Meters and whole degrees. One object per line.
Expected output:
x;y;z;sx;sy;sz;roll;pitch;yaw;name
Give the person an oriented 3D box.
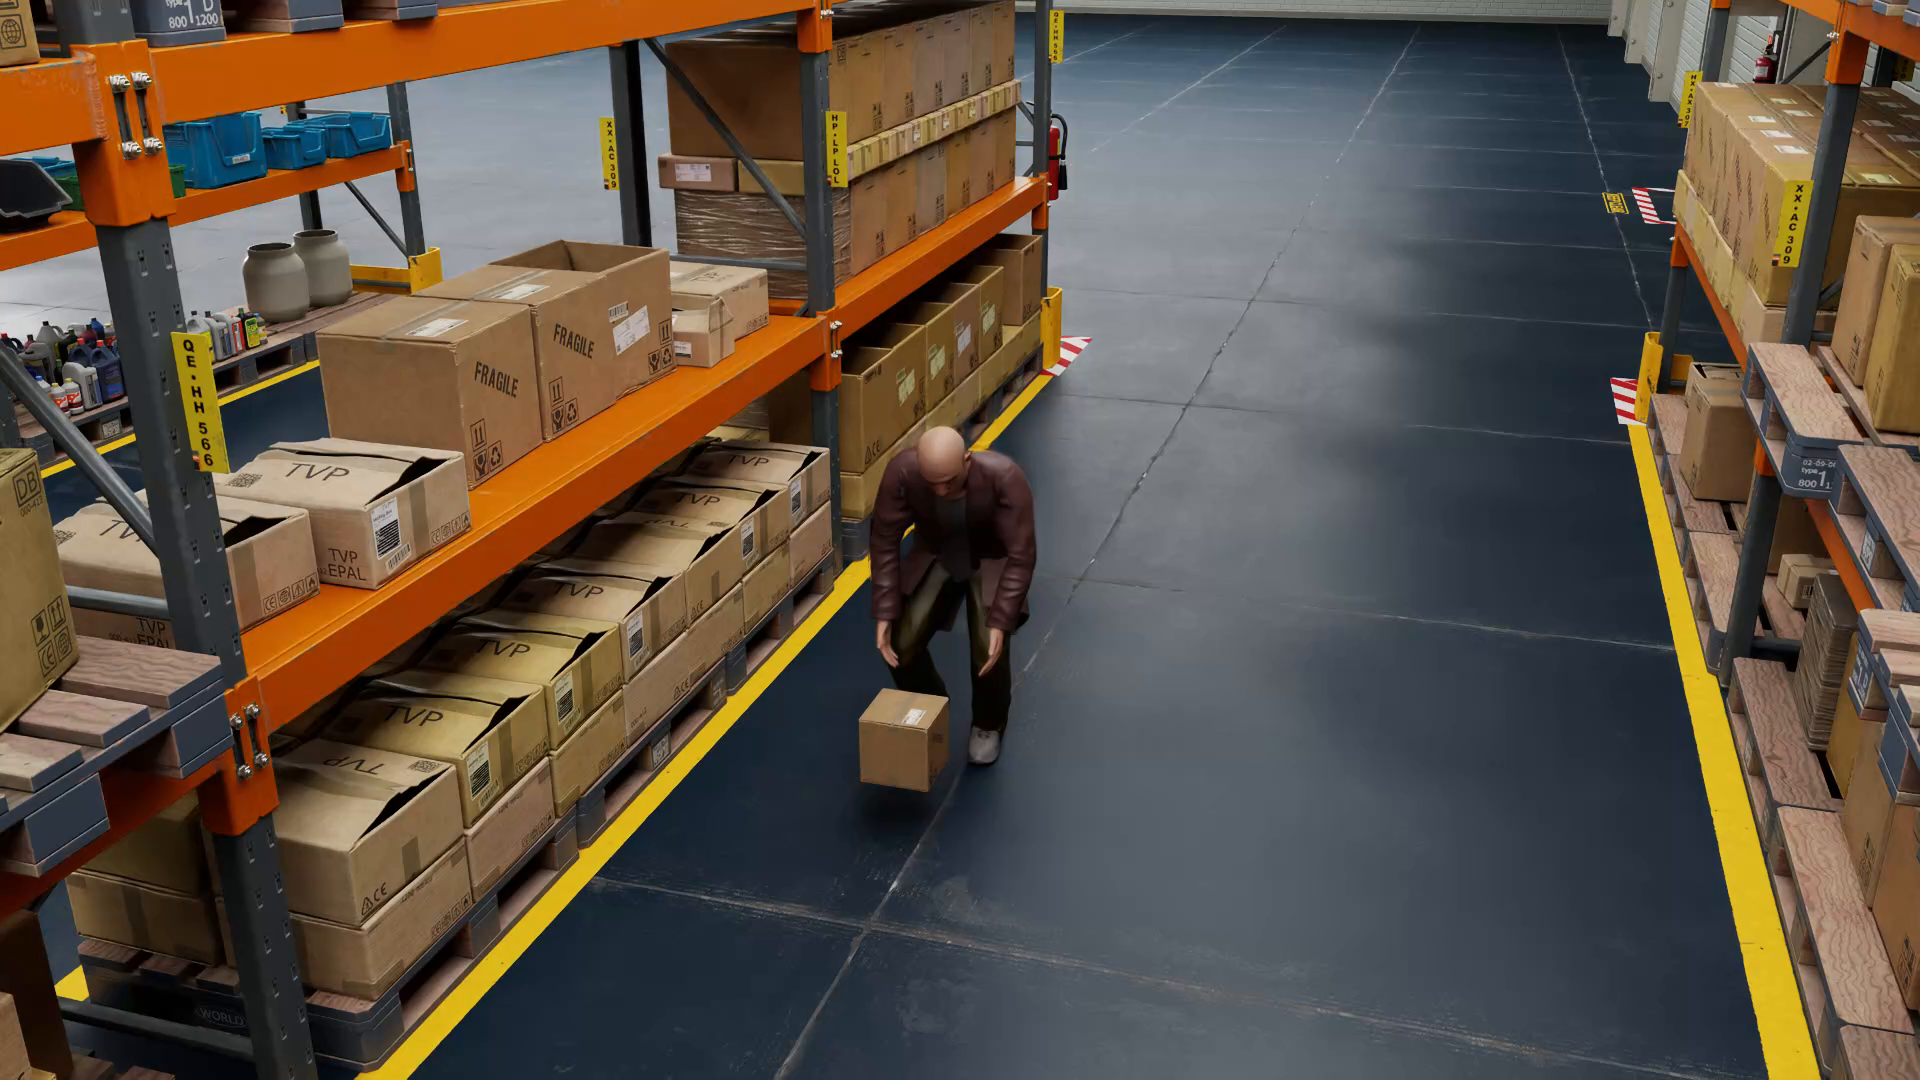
0.002;0.168;6.218;0.633;1.388;0.734;7;23;16;person
